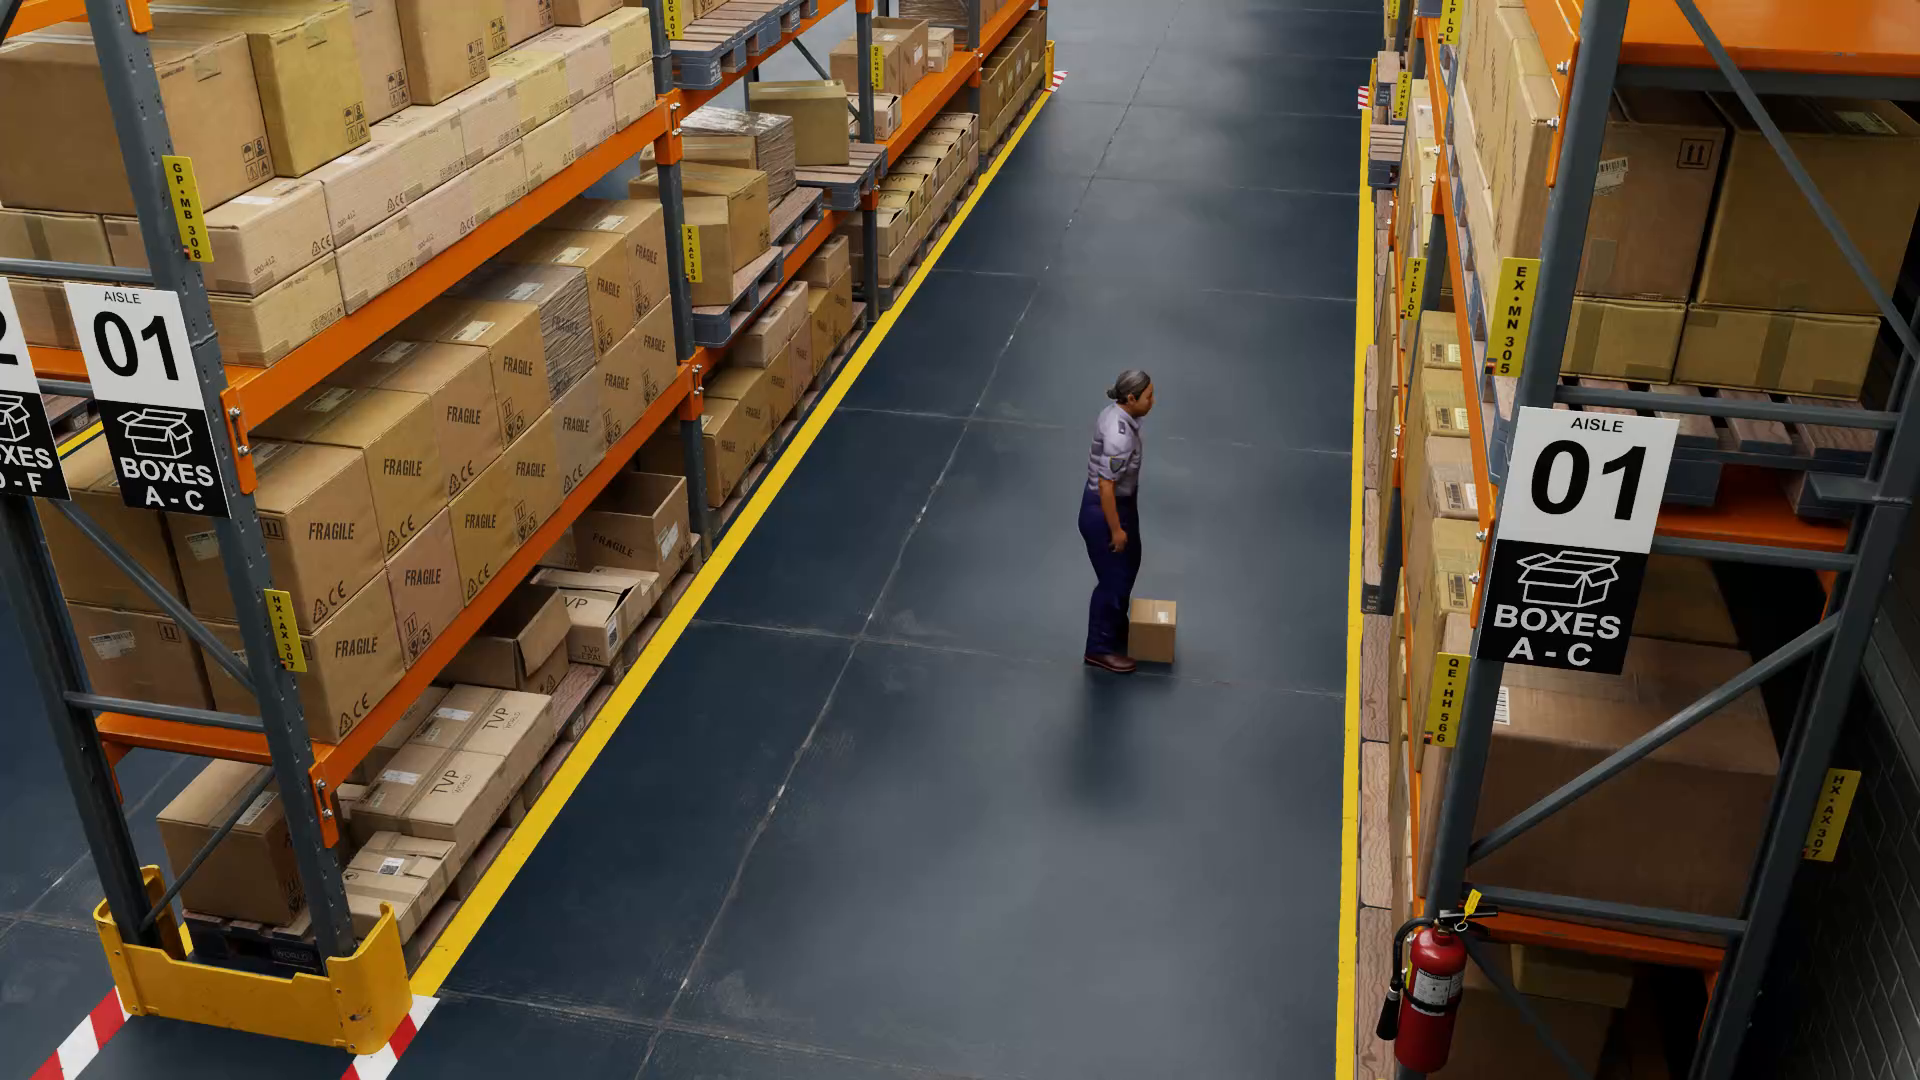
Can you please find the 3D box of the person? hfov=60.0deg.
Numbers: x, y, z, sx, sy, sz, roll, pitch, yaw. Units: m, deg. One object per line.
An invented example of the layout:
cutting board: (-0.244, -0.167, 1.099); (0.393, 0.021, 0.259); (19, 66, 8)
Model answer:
person: (0.850, -0.132, 8.860); (0.425, 1.651, 0.558); (4, 29, 8)
